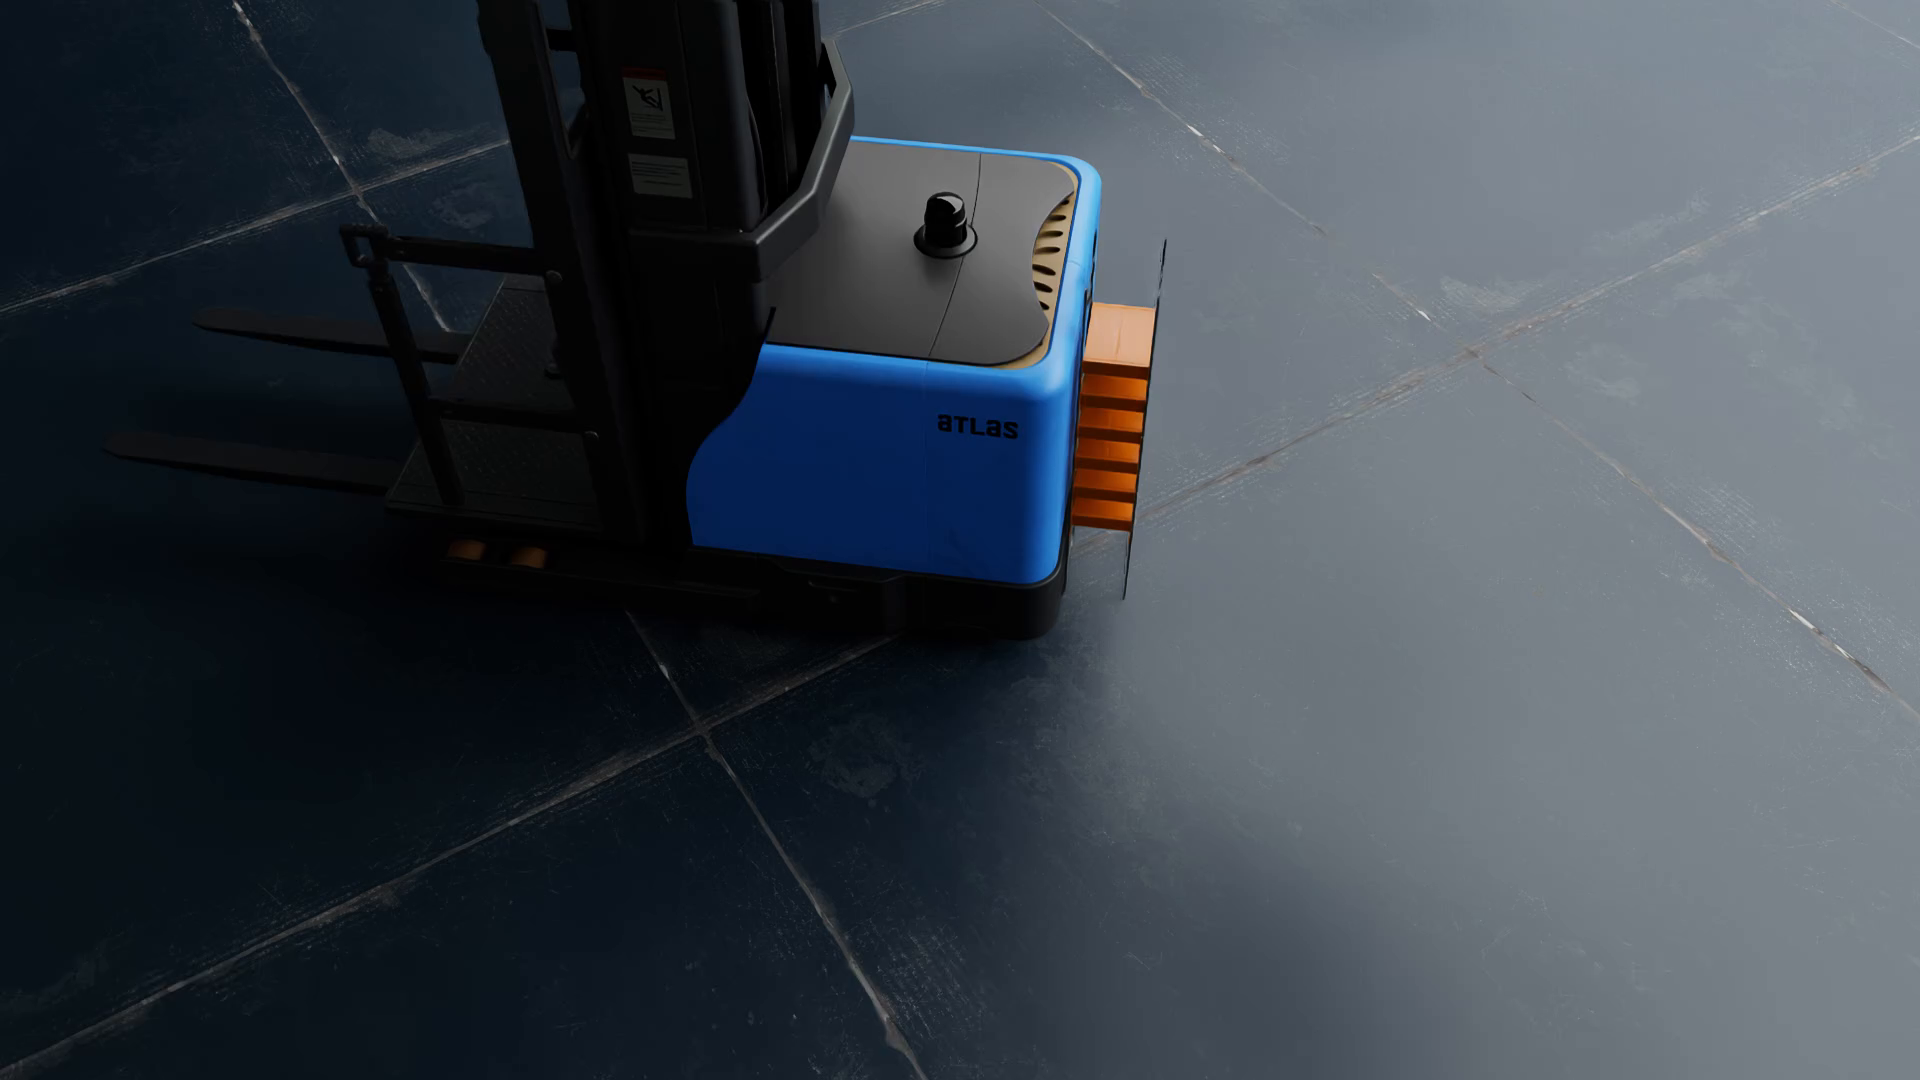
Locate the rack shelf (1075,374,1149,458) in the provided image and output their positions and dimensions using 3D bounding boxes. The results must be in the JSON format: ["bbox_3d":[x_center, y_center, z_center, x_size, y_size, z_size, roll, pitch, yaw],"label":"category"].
[{"bbox_3d":[0.429,-0.362,4.668,0.180,0.103,0.258,7,49,6],"label":"rack shelf"}]

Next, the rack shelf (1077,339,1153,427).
[{"bbox_3d":[0.429,-0.442,4.578,0.180,0.103,0.258,7,49,6],"label":"rack shelf"}]

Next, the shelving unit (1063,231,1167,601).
[{"bbox_3d":[0.429,-0.312,4.724,0.189,1.200,0.258,7,49,6],"label":"shelving unit"}]

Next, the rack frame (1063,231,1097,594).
[{"bbox_3d":[0.338,-0.322,4.734,0.006,1.200,0.240,7,49,6],"label":"rack frame"}]

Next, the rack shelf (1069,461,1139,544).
[{"bbox_3d":[0.429,-0.123,4.937,0.180,0.103,0.258,7,49,6],"label":"rack shelf"}]

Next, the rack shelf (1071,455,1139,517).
[{"bbox_3d":[0.429,-0.202,4.847,0.180,0.103,0.258,7,49,6],"label":"rack shelf"}]

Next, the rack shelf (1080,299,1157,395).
[{"bbox_3d":[0.429,-0.522,4.489,0.180,0.103,0.258,7,49,6],"label":"rack shelf"}]

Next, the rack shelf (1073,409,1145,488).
[{"bbox_3d":[0.429,-0.282,4.757,0.180,0.103,0.258,7,49,6],"label":"rack shelf"}]

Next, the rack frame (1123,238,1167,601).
[{"bbox_3d":[0.519,-0.301,4.715,0.006,1.200,0.240,7,49,6],"label":"rack frame"}]

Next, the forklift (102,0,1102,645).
[{"bbox_3d":[-1.141,-1.182,4.340,3.031,2.935,1.130,7,49,6],"label":"forklift"}]
